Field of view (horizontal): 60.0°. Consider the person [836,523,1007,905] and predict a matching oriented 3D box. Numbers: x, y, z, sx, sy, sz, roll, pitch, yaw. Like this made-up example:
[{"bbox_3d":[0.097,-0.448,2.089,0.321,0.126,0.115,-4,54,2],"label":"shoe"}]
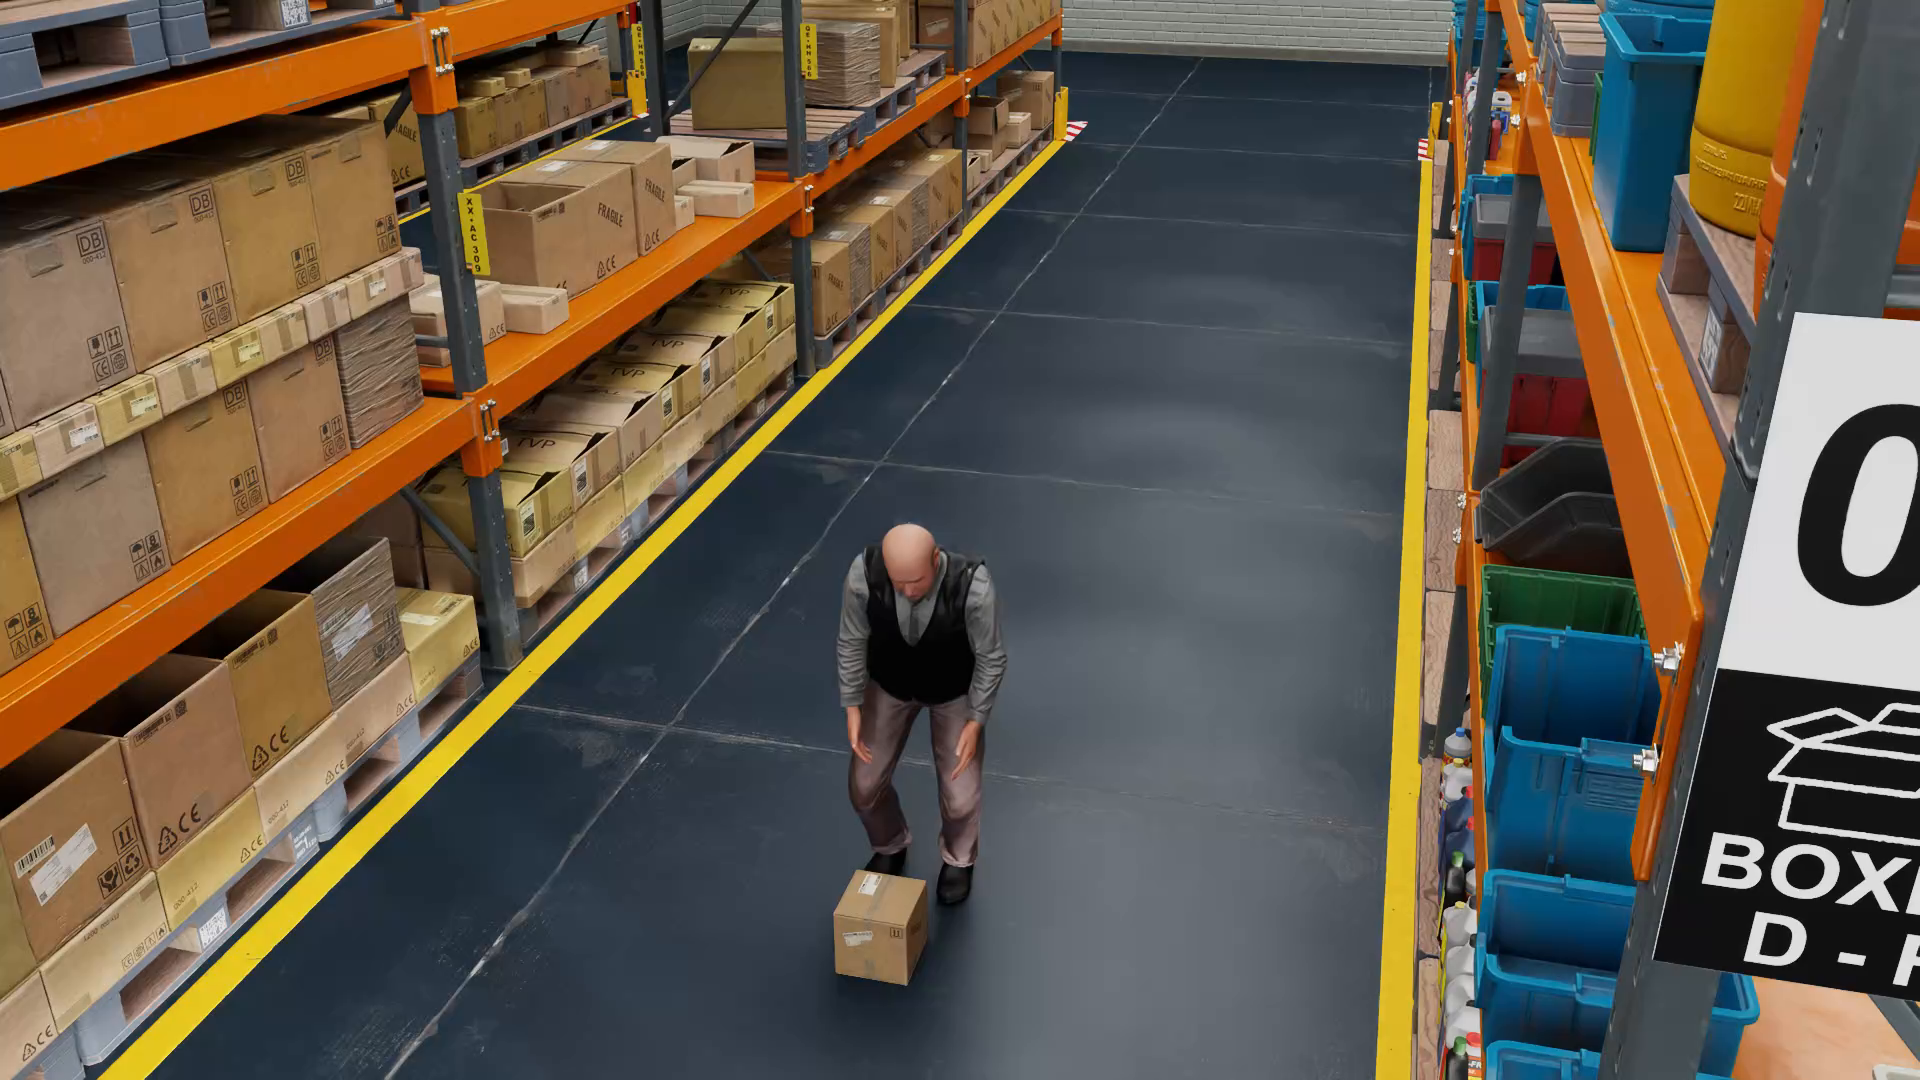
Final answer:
[{"bbox_3d":[-0.113,0.553,5.717,0.588,1.514,0.625,6,26,14],"label":"person"}]
